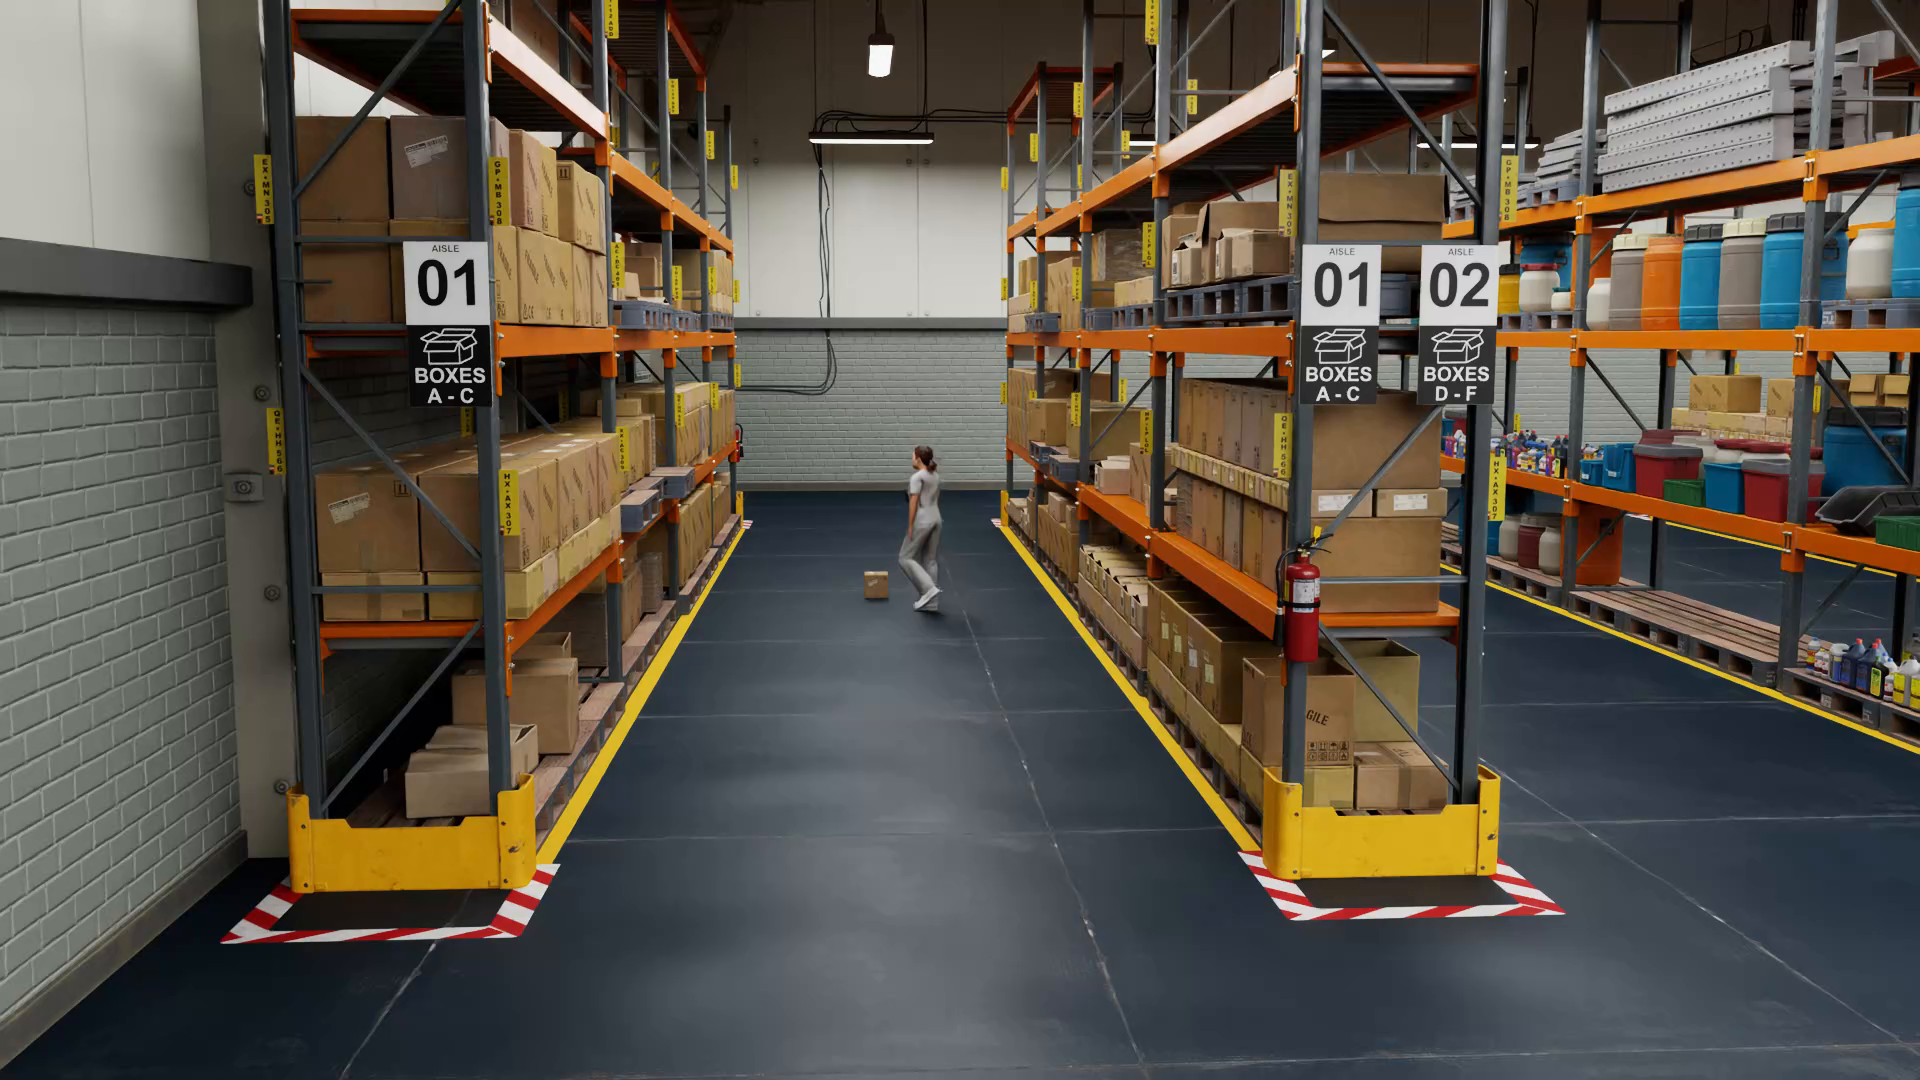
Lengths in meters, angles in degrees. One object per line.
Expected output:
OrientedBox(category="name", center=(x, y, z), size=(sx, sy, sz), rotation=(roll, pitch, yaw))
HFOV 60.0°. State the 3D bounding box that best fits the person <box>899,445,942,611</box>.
OrientedBox(category="person", center=(-0.318, -0.117, 16.634), size=(0.495, 1.650, 0.519), rotation=(5, 9, 38))
